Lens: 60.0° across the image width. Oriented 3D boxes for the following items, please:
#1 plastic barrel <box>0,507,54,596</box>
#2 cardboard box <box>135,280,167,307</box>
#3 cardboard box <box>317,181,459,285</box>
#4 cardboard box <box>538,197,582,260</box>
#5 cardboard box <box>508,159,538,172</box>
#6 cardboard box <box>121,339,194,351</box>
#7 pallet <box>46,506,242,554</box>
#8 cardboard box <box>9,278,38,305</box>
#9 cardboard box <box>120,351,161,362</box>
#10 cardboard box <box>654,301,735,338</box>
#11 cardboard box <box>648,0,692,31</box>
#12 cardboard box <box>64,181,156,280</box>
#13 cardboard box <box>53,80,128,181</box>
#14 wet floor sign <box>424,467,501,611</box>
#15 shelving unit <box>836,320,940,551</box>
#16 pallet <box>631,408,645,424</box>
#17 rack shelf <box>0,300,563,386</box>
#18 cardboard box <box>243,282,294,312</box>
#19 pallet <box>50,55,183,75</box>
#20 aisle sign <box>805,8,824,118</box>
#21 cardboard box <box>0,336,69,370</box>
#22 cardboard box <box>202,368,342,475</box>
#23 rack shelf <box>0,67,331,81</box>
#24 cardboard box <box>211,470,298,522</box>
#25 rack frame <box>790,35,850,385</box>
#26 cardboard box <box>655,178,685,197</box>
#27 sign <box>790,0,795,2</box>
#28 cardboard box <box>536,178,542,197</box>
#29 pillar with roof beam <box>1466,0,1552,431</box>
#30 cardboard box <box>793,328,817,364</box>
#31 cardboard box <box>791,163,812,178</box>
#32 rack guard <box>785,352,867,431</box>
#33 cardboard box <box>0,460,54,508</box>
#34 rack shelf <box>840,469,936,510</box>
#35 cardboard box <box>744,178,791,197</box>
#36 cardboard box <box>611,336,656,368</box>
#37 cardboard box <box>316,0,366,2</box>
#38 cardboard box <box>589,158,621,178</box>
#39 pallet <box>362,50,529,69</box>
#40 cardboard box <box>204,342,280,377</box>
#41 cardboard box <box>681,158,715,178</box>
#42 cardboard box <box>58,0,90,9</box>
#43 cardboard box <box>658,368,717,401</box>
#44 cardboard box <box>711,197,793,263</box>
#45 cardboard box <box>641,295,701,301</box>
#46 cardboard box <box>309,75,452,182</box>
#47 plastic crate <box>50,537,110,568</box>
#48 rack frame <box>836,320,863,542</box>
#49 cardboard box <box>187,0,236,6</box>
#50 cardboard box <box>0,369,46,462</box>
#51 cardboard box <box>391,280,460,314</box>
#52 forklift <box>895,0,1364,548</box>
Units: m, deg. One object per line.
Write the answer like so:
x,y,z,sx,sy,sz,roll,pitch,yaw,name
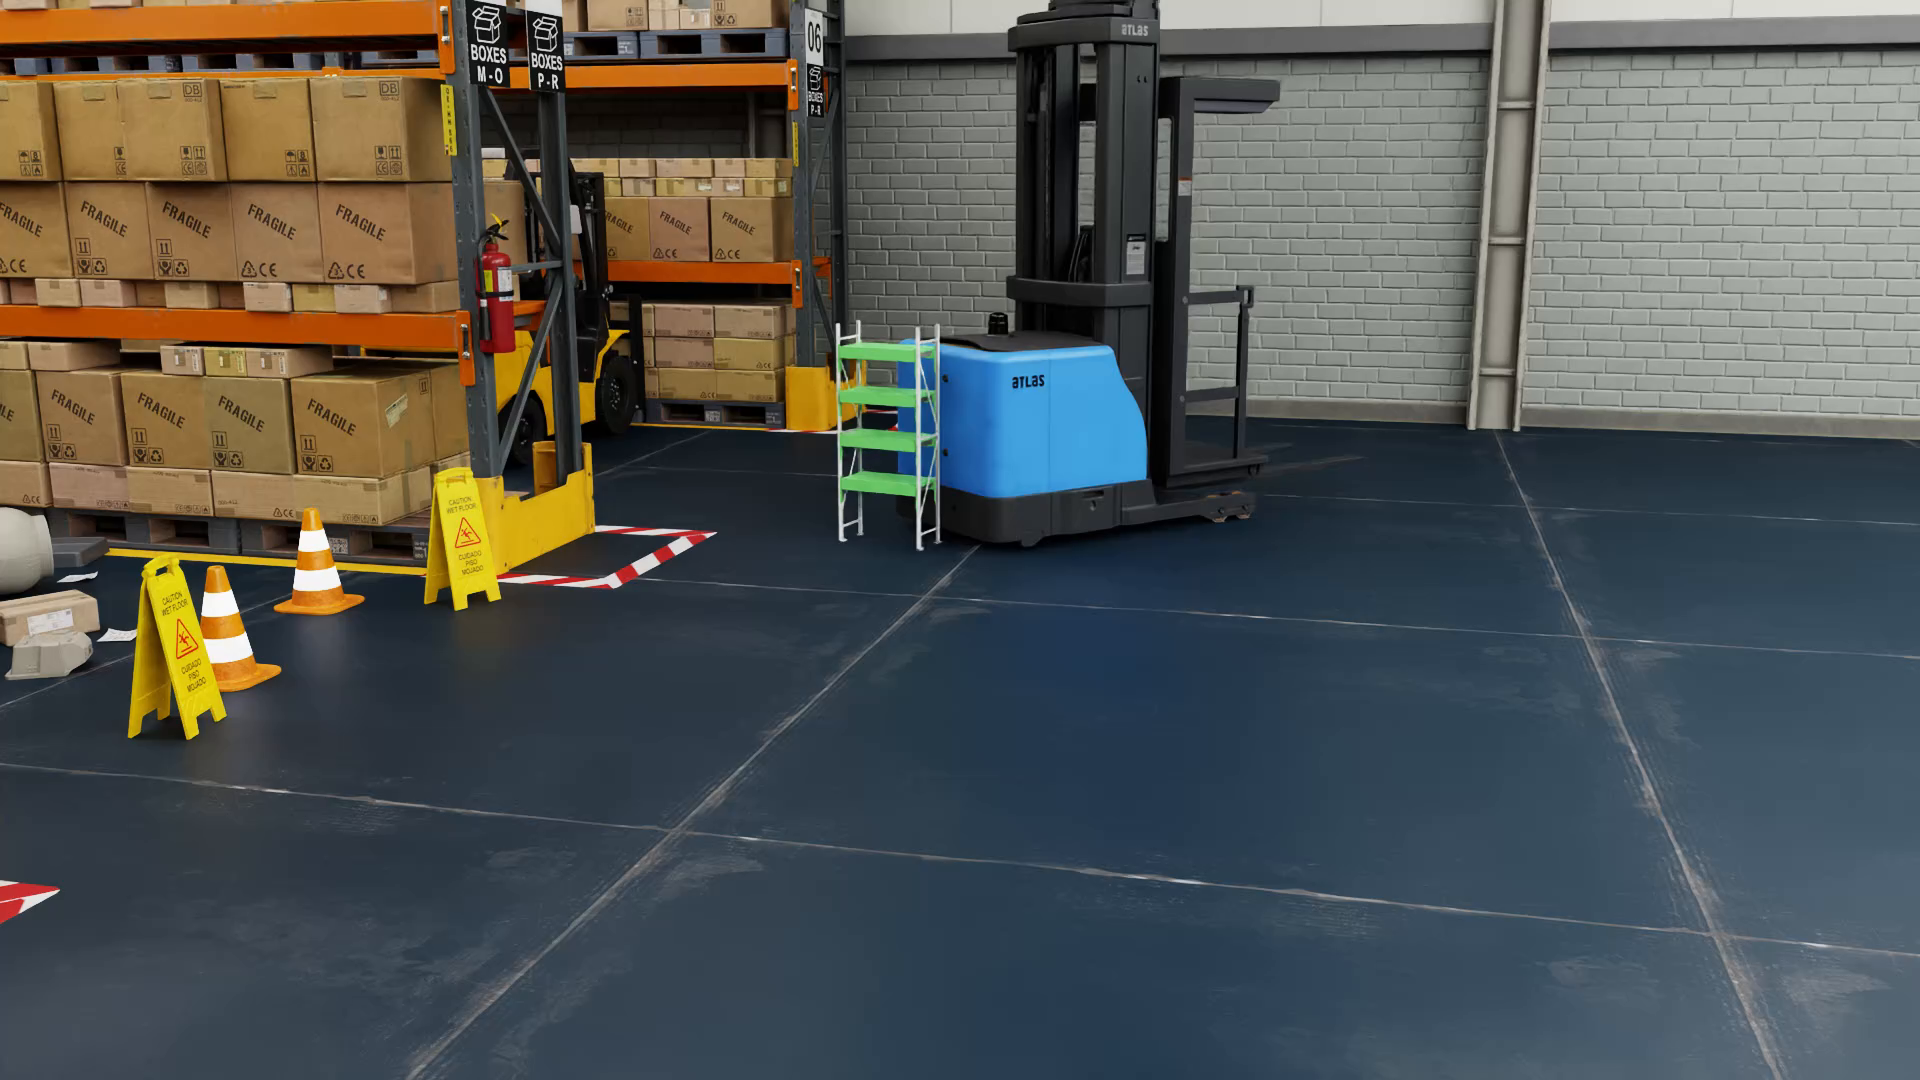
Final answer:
-4.663,0.063,7.972,0.512,0.421,0.421,-9,15,-35,plastic barrel
-4.189,-1.341,8.933,0.250,0.149,0.380,3,13,14,cardboard box
-2.888,-1.570,8.468,0.500,0.500,0.500,3,13,13,cardboard box
-3.140,-2.548,13.563,0.500,0.500,0.500,3,13,14,cardboard box
-3.485,-3.039,13.591,0.250,0.149,0.380,3,13,13,cardboard box
-6.984,-1.808,14.972,0.625,0.625,0.875,3,13,11,cardboard box
-4.330,-0.162,9.476,1.213,0.211,1.003,3,13,14,pallet
-4.928,-1.370,9.064,0.250,0.149,0.380,3,13,13,cardboard box
-4.550,-0.816,9.632,0.500,0.500,0.500,4,13,17,cardboard box
-2.128,-1.784,13.421,0.500,0.250,0.500,3,13,15,cardboard box
-2.233,-4.095,12.949,0.258,0.266,0.396,3,13,14,cardboard box
-4.345,-1.654,8.846,0.500,0.500,0.500,3,13,14,cardboard box
-4.303,-2.156,8.802,0.500,0.500,0.700,3,13,13,cardboard box
-2.367,-0.022,7.841,0.232,0.644,0.267,8,15,33,wet floor sign
-0.390,-0.575,9.053,0.503,1.200,0.258,6,14,26,shelving unit
-3.042,-1.183,14.079,1.213,0.211,1.003,3,13,14,pallet
-4.237,-1.158,9.191,4.000,0.370,1.077,3,13,14,rack shelf
-3.483,-1.272,8.623,0.250,0.149,0.380,3,13,15,cardboard box
-7.109,-4.163,14.585,1.213,0.211,1.003,4,13,16,pallet
-1.116,-3.654,12.775,0.004,0.787,0.394,3,13,14,aisle sign
-5.064,-1.026,9.083,0.250,0.149,0.380,4,13,16,cardboard box
-3.643,-0.648,8.875,0.500,0.500,0.500,4,13,16,cardboard box
-6.934,-3.874,14.507,4.000,0.370,1.077,3,13,14,rack shelf
-3.645,-0.282,8.960,0.500,0.250,0.500,3,13,14,cardboard box
-1.109,-2.450,13.351,0.127,3.000,1.000,3,13,14,rack frame
-2.243,-2.823,13.304,0.250,0.149,0.380,3,13,13,cardboard box
-1.253,-4.194,12.427,0.005,0.325,0.100,3,13,14,sign
-3.250,-2.867,13.501,0.250,0.149,0.380,3,13,12,cardboard box
3.225,-4.388,8.234,0.400,9.000,9.100,3,13,14,pillar with roof beam
-1.516,-1.625,13.856,0.500,0.250,0.500,3,13,15,cardboard box
-1.384,-3.023,13.518,0.250,0.149,0.380,3,13,12,cardboard box
-1.086,-1.228,13.616,0.348,0.500,1.175,3,13,14,rack guard
-5.149,-0.363,9.325,0.500,0.250,0.500,4,13,17,cardboard box
-0.390,-0.278,9.119,0.480,0.148,0.258,6,14,26,rack shelf
-1.513,-2.774,13.085,0.250,0.149,0.380,3,13,14,cardboard box
-2.647,-1.567,13.595,0.500,0.250,0.500,3,13,12,cardboard box
-2.958,-2.713,8.193,0.250,0.149,0.380,3,13,14,cardboard box
-2.771,-2.980,13.325,0.250,0.149,0.380,3,13,15,cardboard box
-4.158,-4.040,13.796,1.213,0.211,1.003,3,13,14,pallet
-3.751,-0.957,8.770,0.250,0.149,0.380,3,13,14,cardboard box
-2.015,-2.949,13.185,0.250,0.149,0.380,3,13,15,cardboard box
-4.435,-2.807,8.615,0.250,0.149,0.380,3,13,14,cardboard box
-2.122,-1.298,13.539,0.500,0.250,0.500,3,13,14,cardboard box
-1.650,-2.469,13.206,0.500,0.500,0.500,3,13,12,cardboard box
-2.499,-1.919,14.027,0.500,0.250,0.500,3,13,13,cardboard box
-2.843,-2.069,8.406,0.500,0.500,0.700,3,13,12,cardboard box
-4.851,0.066,8.753,0.583,0.080,0.402,-1,13,-6,plastic crate
-0.608,-0.598,9.160,0.015,1.200,0.240,6,14,26,rack frame
-3.691,-2.764,8.423,0.250,0.149,0.380,3,13,13,cardboard box
-5.148,-0.730,9.244,0.500,0.500,0.500,4,13,16,cardboard box
-2.709,-1.258,8.557,0.250,0.149,0.380,4,13,15,cardboard box
1.133,-1.614,9.743,3.031,2.935,1.130,-8,15,-33,forklift
